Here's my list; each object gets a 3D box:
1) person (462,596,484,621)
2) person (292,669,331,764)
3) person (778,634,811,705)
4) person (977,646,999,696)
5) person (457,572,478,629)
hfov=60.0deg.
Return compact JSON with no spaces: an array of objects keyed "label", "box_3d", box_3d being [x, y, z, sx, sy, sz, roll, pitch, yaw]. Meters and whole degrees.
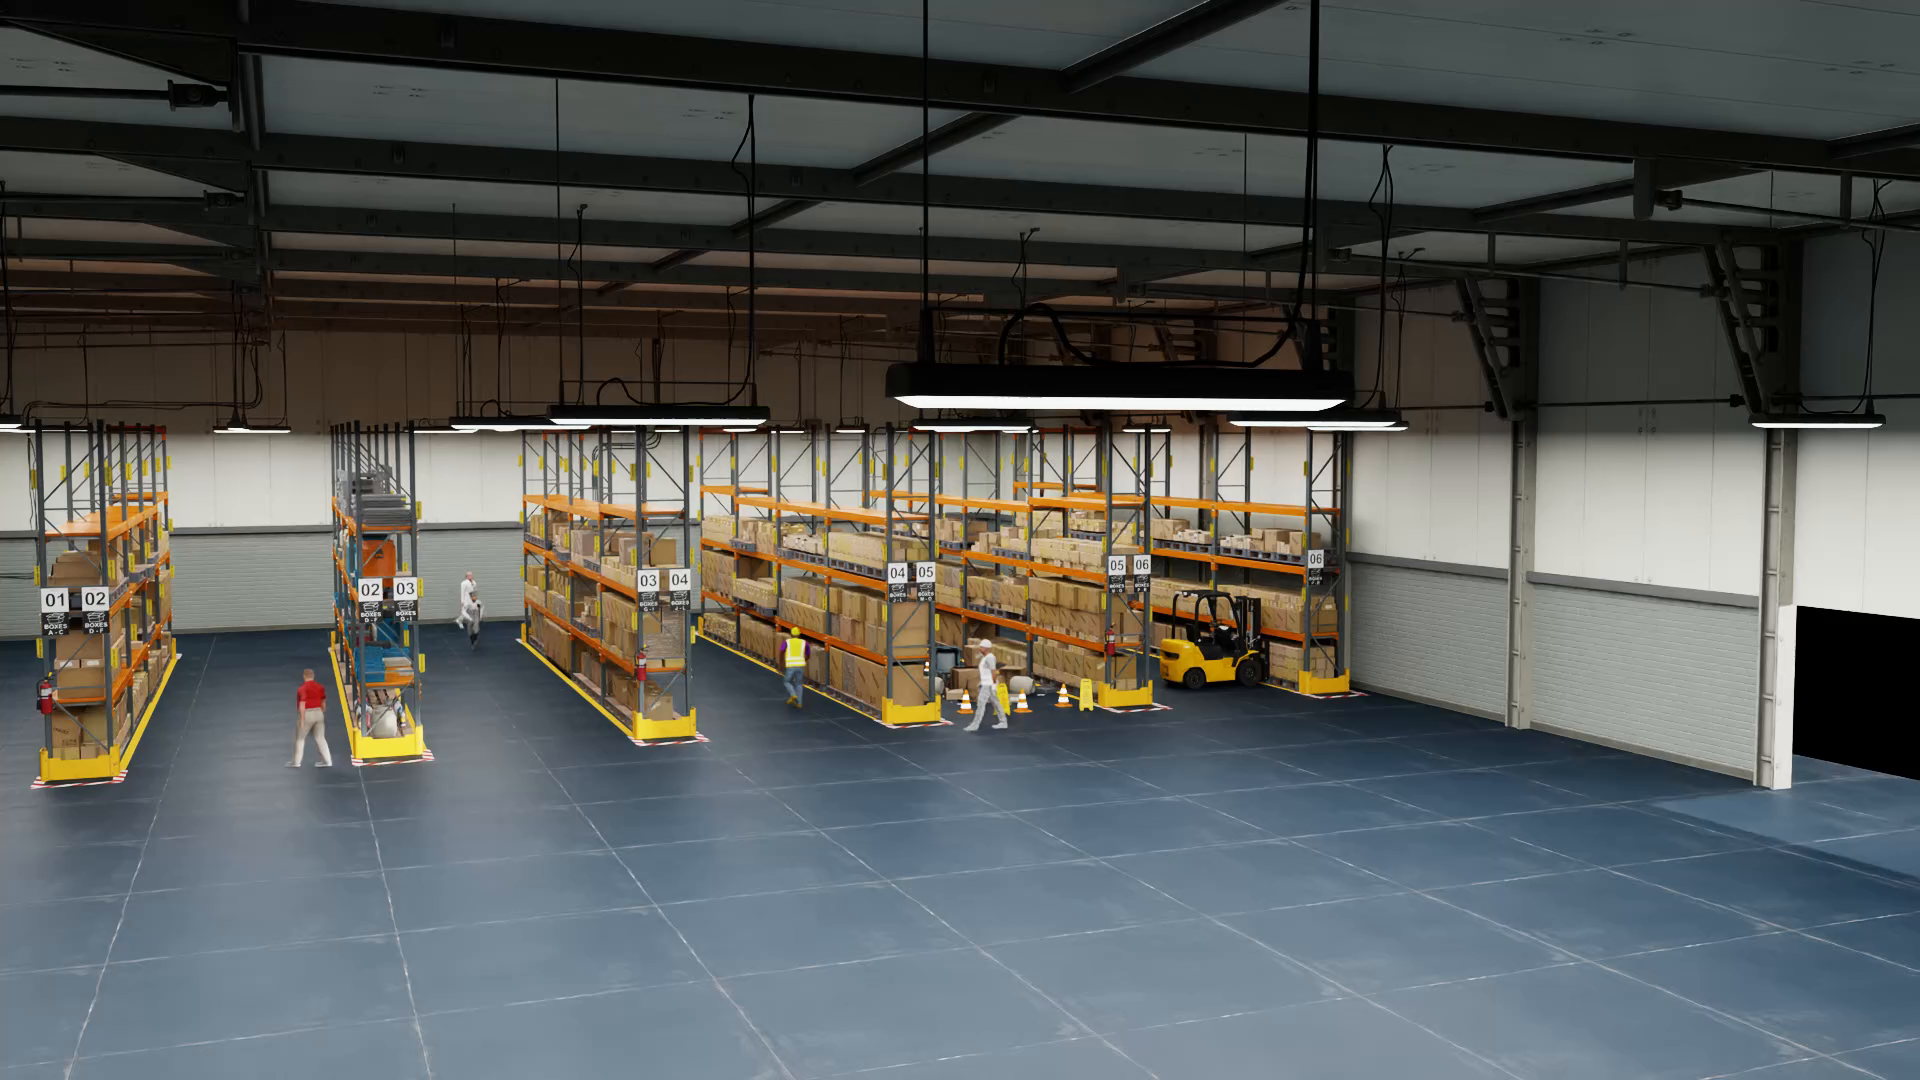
[{"label":"person","box_3d":[-13.040,1.770,44.505,0.561,0.776,0.494,-1,4,-13]},{"label":"person","box_3d":[-13.071,2.252,28.360,3.494,3.247,3.160,2,4,33]},{"label":"person","box_3d":[-3.512,2.683,35.332,0.703,1.562,0.710,-1,4,-20]},{"label":"person","box_3d":[0.540,2.478,32.296,0.426,1.016,0.584,0,4,1]},{"label":"person","box_3d":[-14.438,1.757,48.676,0.725,1.680,0.593,1,4,17]}]
